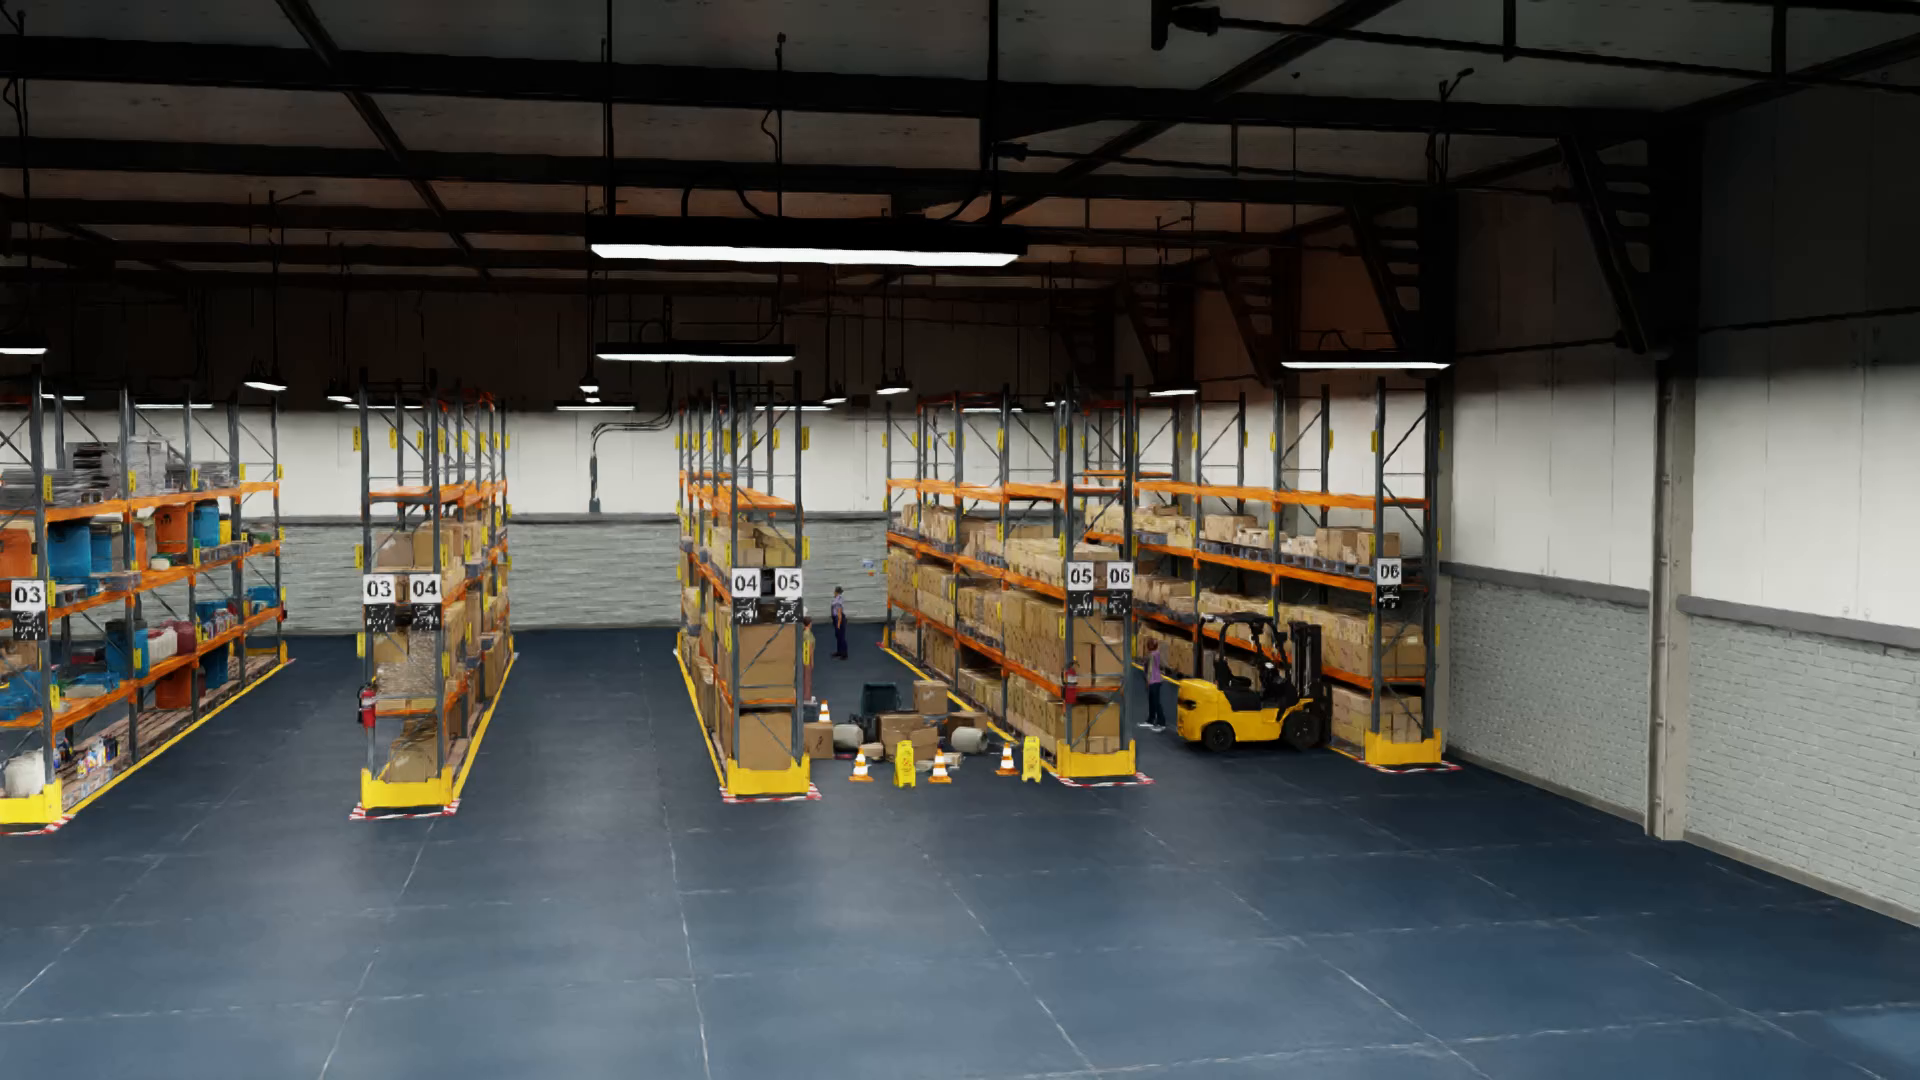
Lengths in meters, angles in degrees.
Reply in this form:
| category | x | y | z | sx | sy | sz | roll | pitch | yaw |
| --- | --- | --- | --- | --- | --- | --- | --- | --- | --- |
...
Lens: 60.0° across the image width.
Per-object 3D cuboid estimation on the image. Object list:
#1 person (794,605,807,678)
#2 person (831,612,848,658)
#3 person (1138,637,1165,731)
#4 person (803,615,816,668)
| category | x | y | z | sx | sy | sz | roll | pitch | yaw |
| --- | --- | --- | --- | --- | --- | --- | --- | --- | --- |
| person | -3.478 | 2.031 | 35.097 | 0.491 | 1.732 | 0.564 | 1 | 4 | 18 |
| person | -2.792 | 2.188 | 38.499 | 0.382 | 1.034 | 0.568 | 0 | 3 | -6 |
| person | 3.313 | 2.477 | 28.816 | 0.500 | 1.592 | 0.522 | 1 | 4 | 18 |
| person | -2.917 | 1.922 | 31.537 | 0.315 | 0.980 | 0.511 | -2 | 4 | -35 |
